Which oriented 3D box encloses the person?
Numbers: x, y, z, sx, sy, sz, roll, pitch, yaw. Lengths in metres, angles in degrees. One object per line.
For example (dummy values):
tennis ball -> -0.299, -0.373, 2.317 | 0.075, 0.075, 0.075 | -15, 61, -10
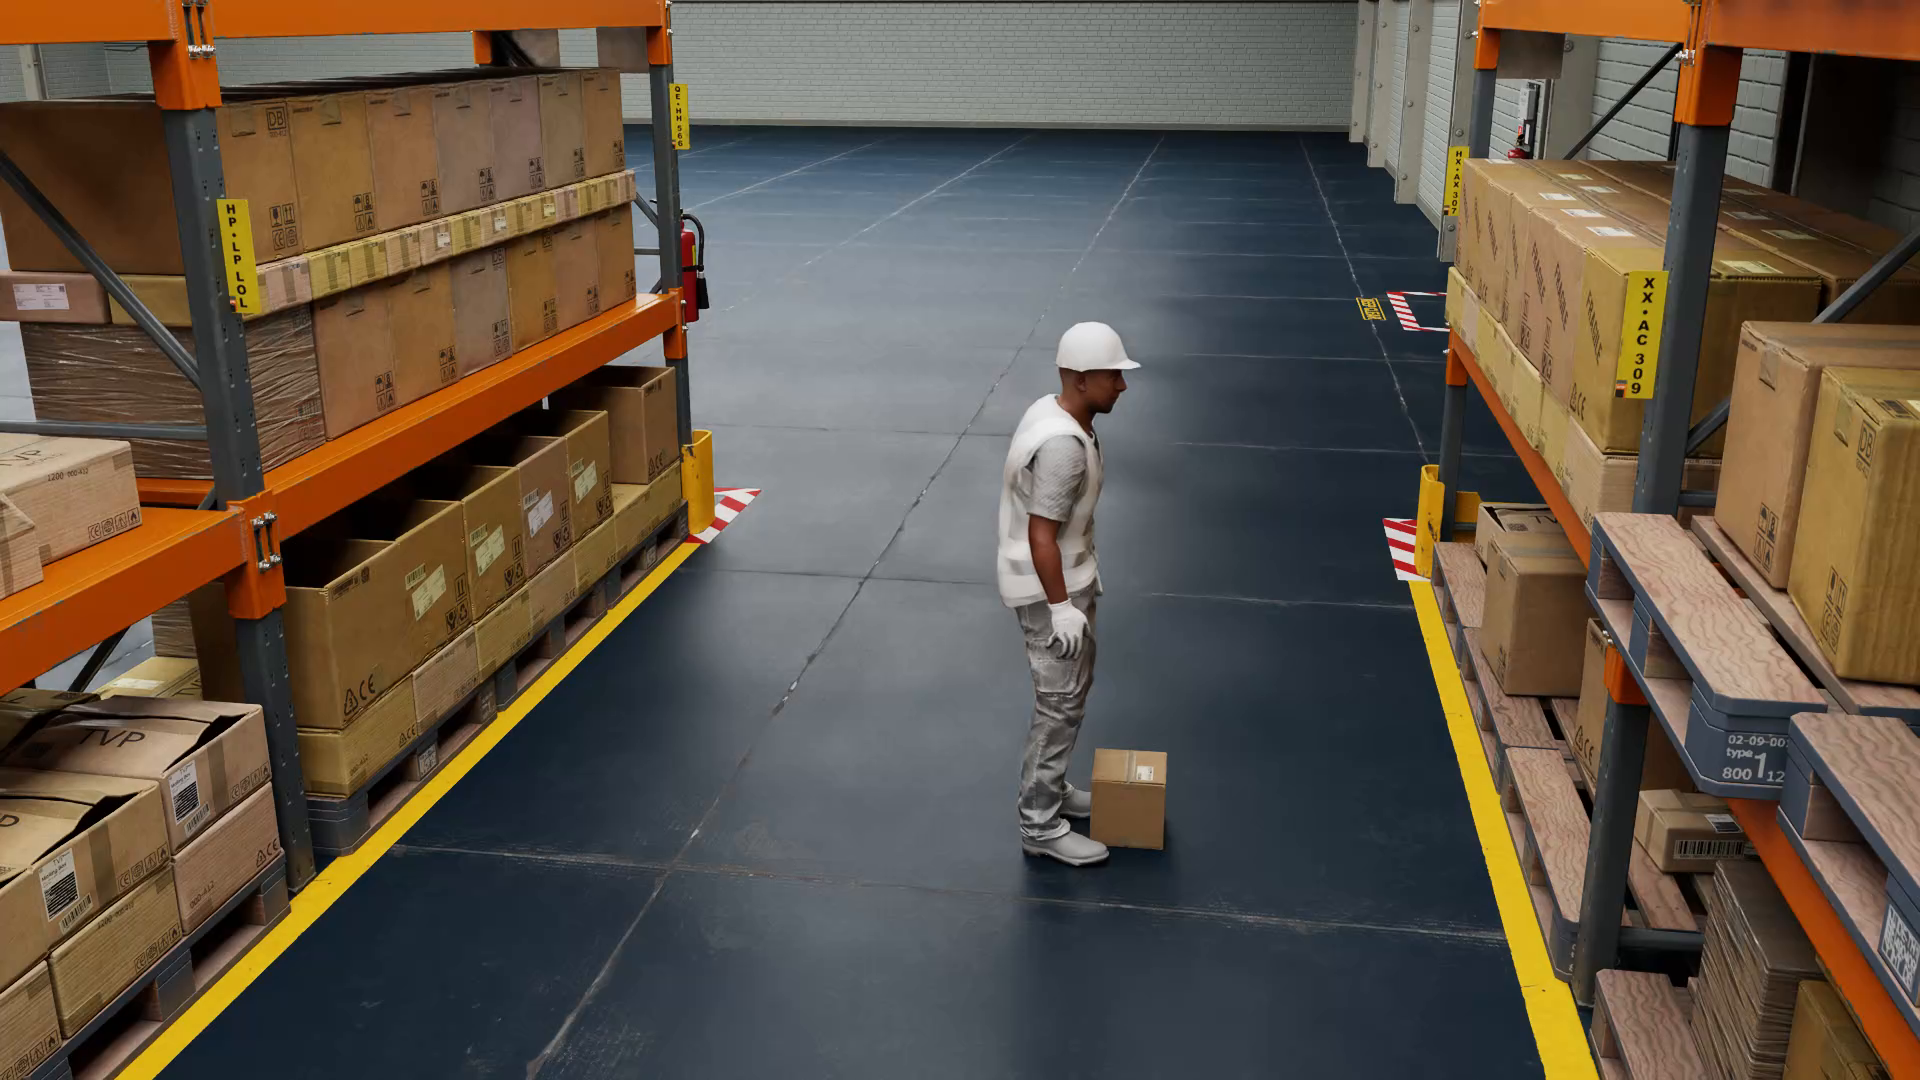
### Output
person -> 0.351, 0.162, 5.527 | 0.446, 1.775, 0.619 | 3, 18, 9
